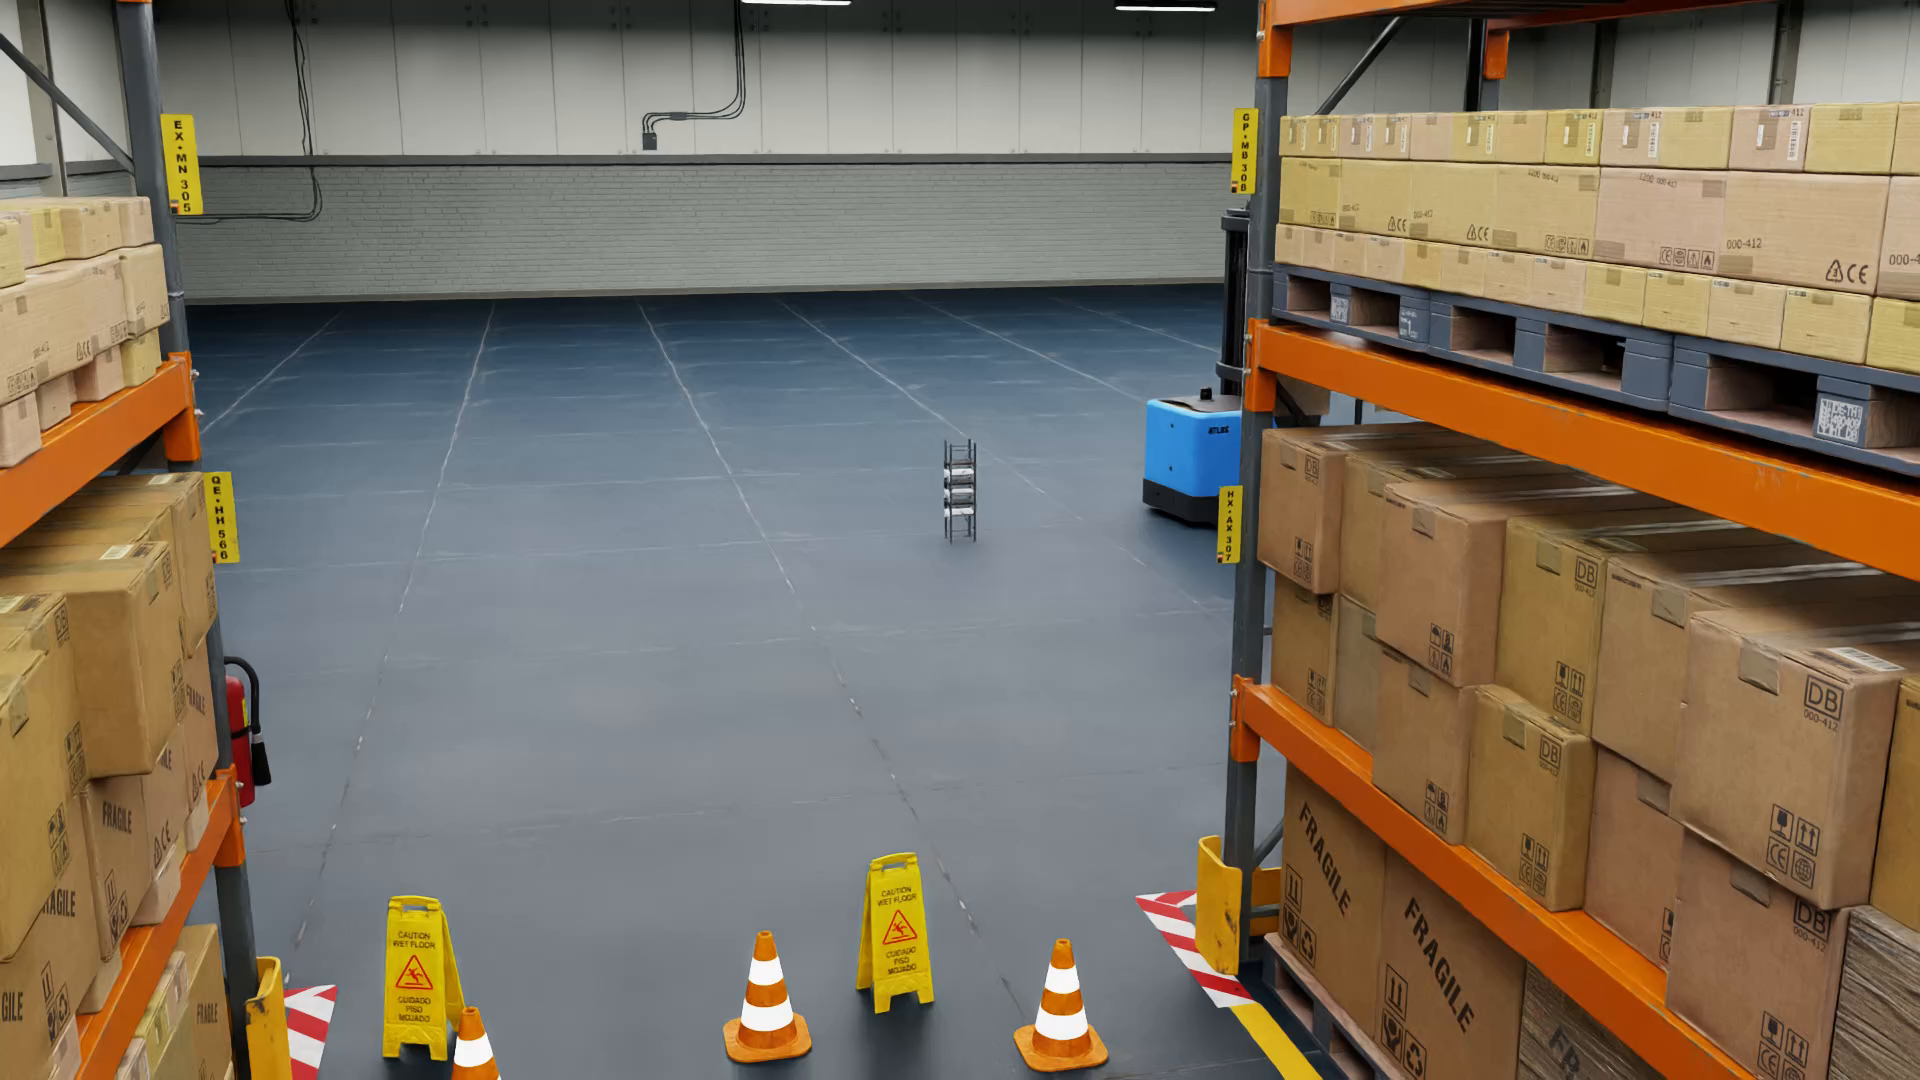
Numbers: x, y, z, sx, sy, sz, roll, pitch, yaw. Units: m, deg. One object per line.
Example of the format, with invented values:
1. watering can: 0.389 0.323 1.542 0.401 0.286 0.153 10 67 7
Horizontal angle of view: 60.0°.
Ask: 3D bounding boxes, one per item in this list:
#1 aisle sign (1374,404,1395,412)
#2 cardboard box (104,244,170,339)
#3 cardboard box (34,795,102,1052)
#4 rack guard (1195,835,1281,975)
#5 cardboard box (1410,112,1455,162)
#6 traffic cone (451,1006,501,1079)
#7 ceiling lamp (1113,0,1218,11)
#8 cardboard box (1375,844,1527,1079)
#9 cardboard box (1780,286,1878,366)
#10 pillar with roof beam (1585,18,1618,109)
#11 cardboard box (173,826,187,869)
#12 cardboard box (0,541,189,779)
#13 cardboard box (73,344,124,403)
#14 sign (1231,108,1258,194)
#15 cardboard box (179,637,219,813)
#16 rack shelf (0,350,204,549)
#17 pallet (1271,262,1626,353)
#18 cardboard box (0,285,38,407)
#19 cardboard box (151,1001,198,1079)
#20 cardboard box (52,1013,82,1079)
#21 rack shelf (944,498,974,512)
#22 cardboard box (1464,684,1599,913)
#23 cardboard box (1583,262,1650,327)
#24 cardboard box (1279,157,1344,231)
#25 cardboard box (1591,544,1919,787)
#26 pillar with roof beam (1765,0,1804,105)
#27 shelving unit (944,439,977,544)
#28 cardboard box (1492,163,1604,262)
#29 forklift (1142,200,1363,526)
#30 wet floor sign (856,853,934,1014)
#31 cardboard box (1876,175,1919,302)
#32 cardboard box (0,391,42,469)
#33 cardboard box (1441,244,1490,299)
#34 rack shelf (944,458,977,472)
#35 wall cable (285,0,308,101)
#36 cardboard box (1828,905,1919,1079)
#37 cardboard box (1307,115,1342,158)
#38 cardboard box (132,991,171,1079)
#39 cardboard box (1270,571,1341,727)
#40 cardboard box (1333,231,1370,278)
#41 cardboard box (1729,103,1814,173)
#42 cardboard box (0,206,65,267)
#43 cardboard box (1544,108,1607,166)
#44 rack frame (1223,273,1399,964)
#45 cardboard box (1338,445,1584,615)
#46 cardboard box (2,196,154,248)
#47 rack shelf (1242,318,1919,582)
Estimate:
1. aisle sign: 1.931 -0.930 6.936 0.394 0.787 0.004 -3 14 -13
2. cardboard box: -2.750 -0.761 5.089 0.500 0.250 0.500 -3 14 -14
3. cardboard box: -2.408 0.931 3.957 0.500 0.500 0.500 -3 14 -13
4. rack guard: 1.651 1.575 7.428 1.175 0.500 0.348 -3 14 -13
5. cardboard box: 1.663 -1.280 5.278 0.380 0.149 0.250 -4 14 -14
6. traffic cone: -1.777 1.925 6.073 0.336 0.463 0.334 -3 14 -13
7. ceiling lamp: 3.856 -11.696 31.539 2.000 3.185 0.800 -3 14 -13
8. cardboard box: 2.088 1.550 5.855 0.875 0.875 0.875 -4 14 -14
9. cardboard box: 2.078 -0.483 3.696 0.380 0.149 0.250 -3 14 -12
10. pillar with roof beam: 10.721 -10.197 37.705 9.100 9.000 0.548 -3 14 -13
11. cardboard box: -2.629 0.974 5.149 0.380 0.149 0.250 -4 14 -14
12. cardboard box: -2.468 0.321 4.348 0.700 0.500 0.500 -3 14 -14
13. cardboard box: -2.656 -0.484 4.798 0.380 0.149 0.250 -3 14 -11
14. sign: 1.115 -1.525 6.519 0.100 0.325 0.005 -3 14 -13
15. cardboard box: -2.736 0.582 5.387 0.500 0.500 0.500 -4 14 -14
16. rack shelf: -2.662 0.019 3.725 1.077 0.370 4.000 -3 14 -13
17. pallet: 1.841 -0.878 6.065 1.003 0.211 1.213 -3 14 -13
18. cardboard box: -2.385 -0.409 3.648 0.500 0.250 0.500 -3 14 -13
19. cardboard box: -2.564 1.723 4.882 0.500 0.500 0.500 -3 14 -11
20. cardboard box: -2.332 1.267 3.949 0.380 0.149 0.250 -3 14 -13
21. rack shelf: 0.002 -0.315 14.842 0.258 0.077 0.200 -3 14 -13
22. cardboard box: 2.112 0.758 5.188 0.875 0.550 0.500 -3 14 -13
23. cardboard box: 1.898 -0.659 4.417 0.380 0.149 0.250 -3 14 -14
24. cardboard box: 1.520 -1.290 6.159 0.500 0.250 0.500 -3 14 -13
25. cardboard box: 2.307 0.352 4.576 0.875 0.550 0.550 -3 14 -13
26. pillar with roof beam: 12.130 -8.813 32.039 9.100 9.000 0.548 -3 14 -13
27. shelving unit: 0.002 -0.435 14.813 0.258 0.900 0.210 -3 14 -13
28. cardboard box: 1.877 -0.941 4.730 0.500 0.250 0.500 -3 14 -13
29. forklift: 3.336 -1.764 15.972 3.031 2.935 1.130 -6 15 -23
30. wet floor sign: -0.275 1.613 6.964 0.267 0.644 0.232 -6 15 -23
31. cardboard box: 2.230 -0.592 3.303 0.500 0.250 0.500 -3 14 -14
32. cardboard box: -2.372 -0.251 3.845 0.380 0.149 0.250 -3 14 -14
33. cardboard box: 1.721 -0.834 5.132 0.380 0.149 0.250 -3 14 -14
34. rack shelf: 0.002 -0.665 14.756 0.258 0.077 0.200 -3 14 -13
35. wall cable: -12.491 -10.531 34.970 3.097 2.526 0.112 -3 14 -13
36. cardboard box: 2.497 1.131 3.659 0.875 0.550 0.550 -3 14 -13
37. cardboard box: 1.483 -1.456 6.002 0.380 0.149 0.250 -3 14 -13
38. cardboard box: -2.483 1.427 4.728 0.380 0.149 0.250 -3 14 -12
39. cardboard box: 1.787 0.376 6.751 0.875 0.550 0.550 -3 14 -13
40. cardboard box: 1.544 -1.008 5.847 0.380 0.149 0.250 -3 14 -13
41. cardboard box: 2.024 -0.927 3.834 0.380 0.149 0.250 -3 14 -12
42. cardboard box: -2.655 -0.815 4.471 0.380 0.149 0.250 -3 14 -13
43. cardboard box: 1.843 -1.103 4.556 0.380 0.149 0.250 -3 14 -12
44. rack frame: 1.656 0.366 7.109 1.000 3.000 0.127 -3 14 -13
45. cardboard box: 1.925 -0.022 6.105 0.875 0.550 0.550 -3 14 -13
46. cardboard box: -2.765 -0.996 5.211 0.380 0.149 0.250 -3 14 -13
47. rack shelf: 2.126 -0.280 4.950 1.077 0.370 4.000 -3 14 -13
